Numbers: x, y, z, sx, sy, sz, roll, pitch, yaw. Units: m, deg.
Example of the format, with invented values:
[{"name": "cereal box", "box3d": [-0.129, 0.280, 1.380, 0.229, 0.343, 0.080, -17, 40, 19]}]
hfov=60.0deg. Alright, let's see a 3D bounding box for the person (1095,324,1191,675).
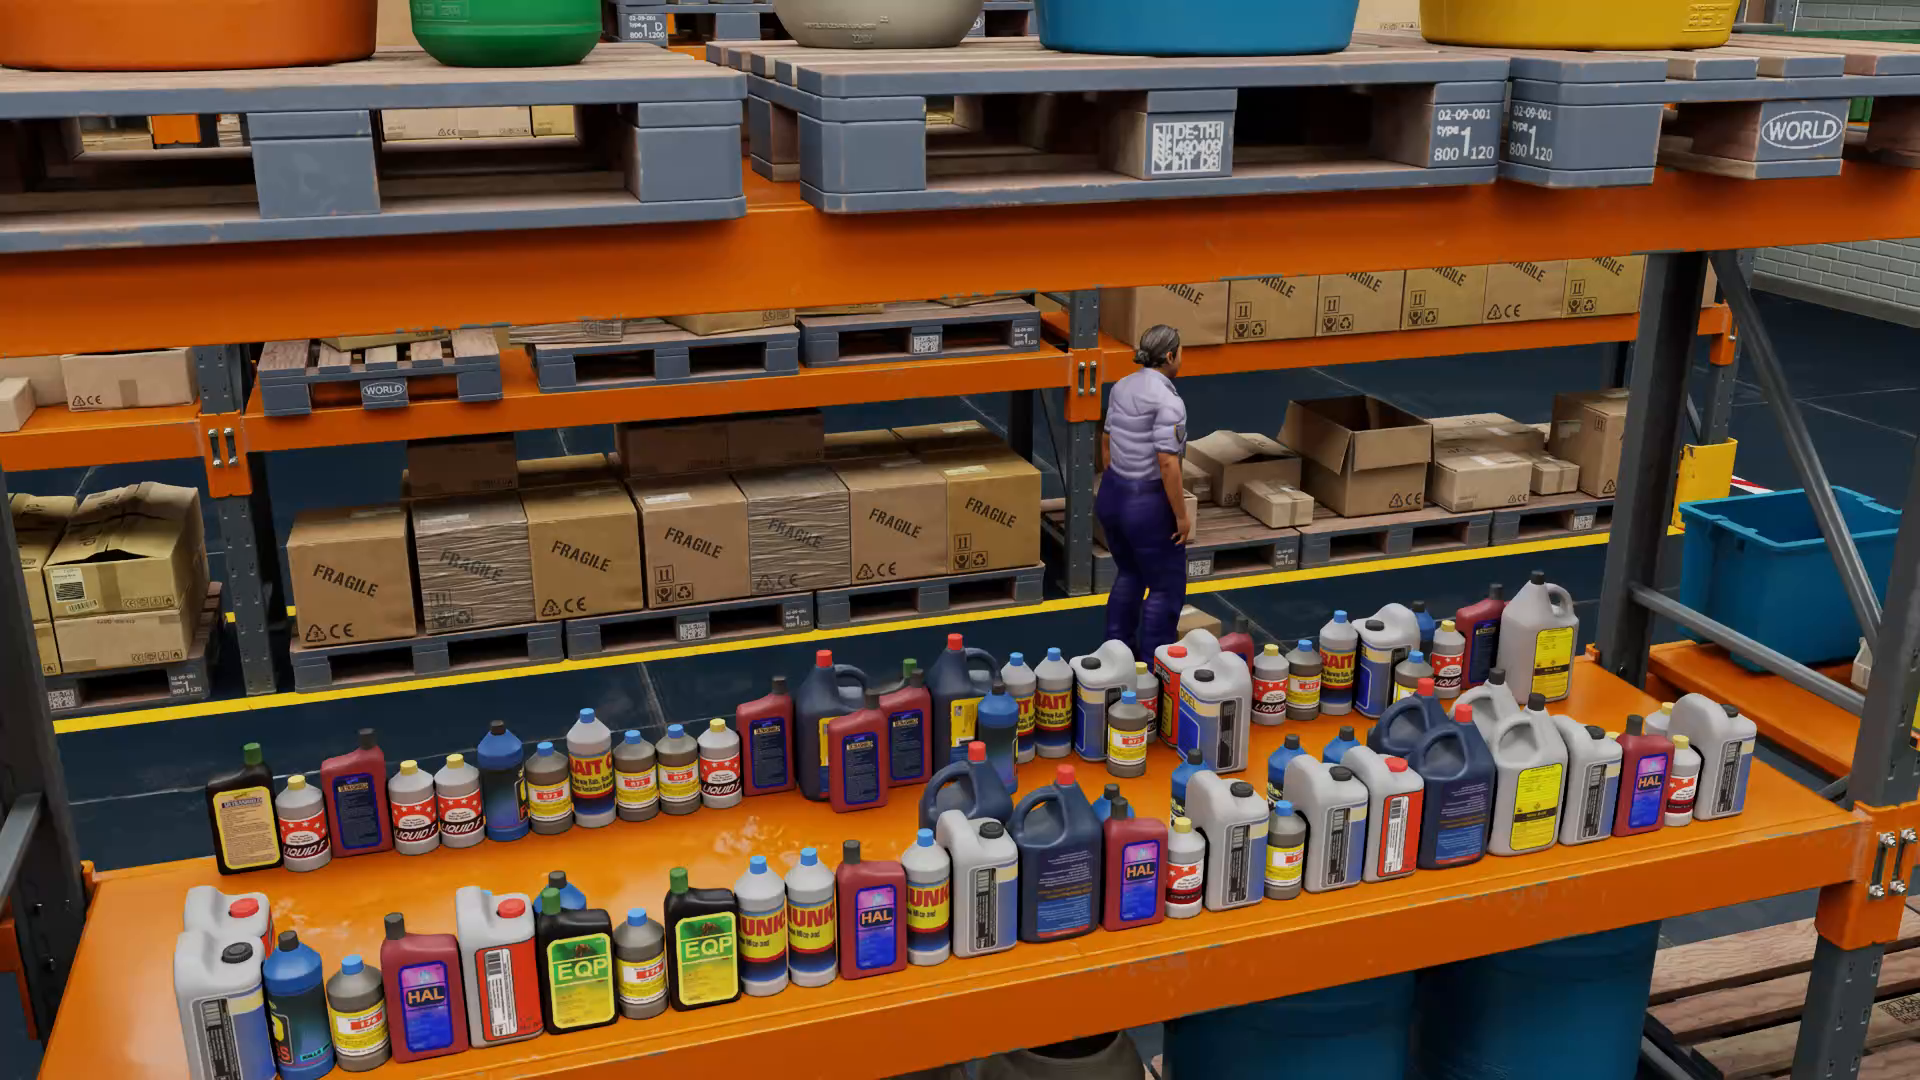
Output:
[{"name": "person", "box3d": [0.840, -0.141, 7.482, 0.371, 1.651, 0.565, -11, 22, -27]}]
